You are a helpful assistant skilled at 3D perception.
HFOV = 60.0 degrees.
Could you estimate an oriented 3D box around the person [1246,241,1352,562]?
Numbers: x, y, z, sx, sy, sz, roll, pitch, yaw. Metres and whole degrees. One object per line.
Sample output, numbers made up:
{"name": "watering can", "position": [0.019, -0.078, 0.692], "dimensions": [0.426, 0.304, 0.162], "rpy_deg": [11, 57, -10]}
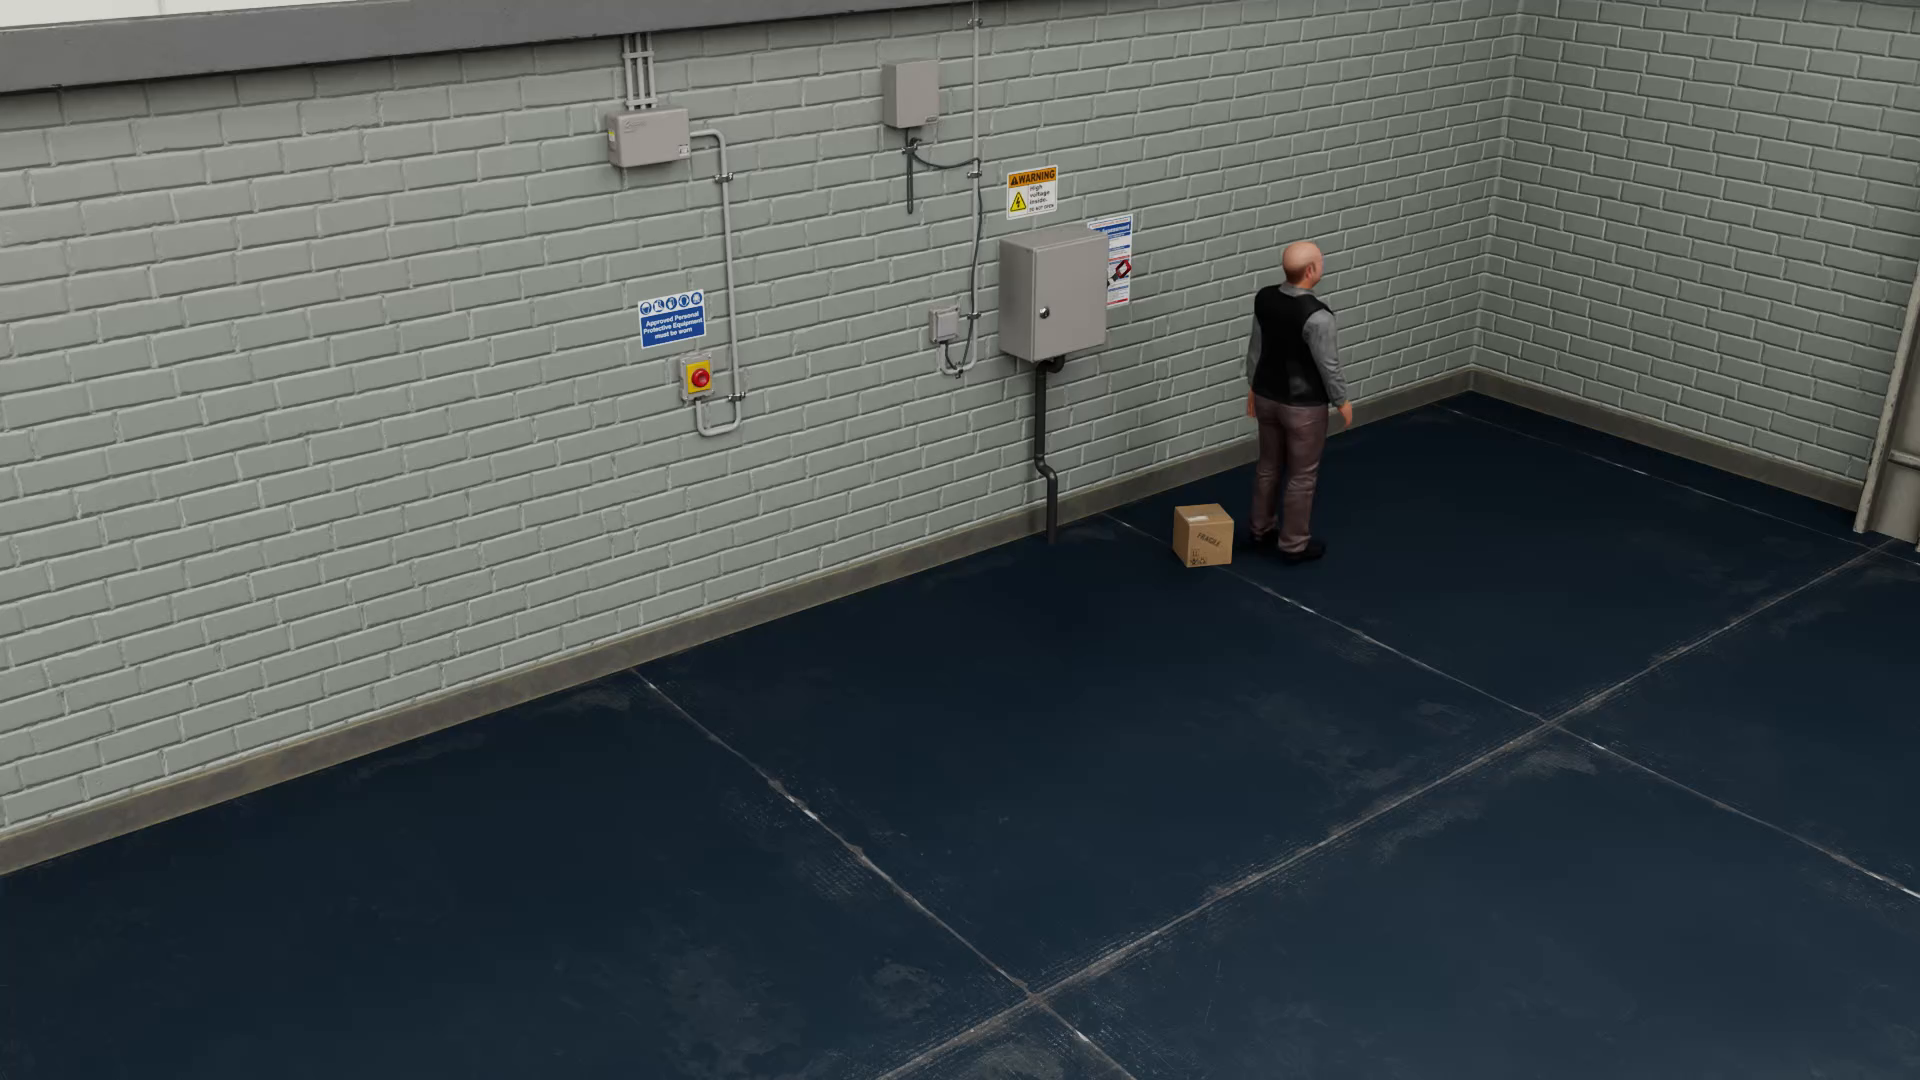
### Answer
{"name": "person", "position": [1.762, -0.699, 8.643], "dimensions": [0.437, 1.760, 0.569], "rpy_deg": [-17, 29, -32]}
